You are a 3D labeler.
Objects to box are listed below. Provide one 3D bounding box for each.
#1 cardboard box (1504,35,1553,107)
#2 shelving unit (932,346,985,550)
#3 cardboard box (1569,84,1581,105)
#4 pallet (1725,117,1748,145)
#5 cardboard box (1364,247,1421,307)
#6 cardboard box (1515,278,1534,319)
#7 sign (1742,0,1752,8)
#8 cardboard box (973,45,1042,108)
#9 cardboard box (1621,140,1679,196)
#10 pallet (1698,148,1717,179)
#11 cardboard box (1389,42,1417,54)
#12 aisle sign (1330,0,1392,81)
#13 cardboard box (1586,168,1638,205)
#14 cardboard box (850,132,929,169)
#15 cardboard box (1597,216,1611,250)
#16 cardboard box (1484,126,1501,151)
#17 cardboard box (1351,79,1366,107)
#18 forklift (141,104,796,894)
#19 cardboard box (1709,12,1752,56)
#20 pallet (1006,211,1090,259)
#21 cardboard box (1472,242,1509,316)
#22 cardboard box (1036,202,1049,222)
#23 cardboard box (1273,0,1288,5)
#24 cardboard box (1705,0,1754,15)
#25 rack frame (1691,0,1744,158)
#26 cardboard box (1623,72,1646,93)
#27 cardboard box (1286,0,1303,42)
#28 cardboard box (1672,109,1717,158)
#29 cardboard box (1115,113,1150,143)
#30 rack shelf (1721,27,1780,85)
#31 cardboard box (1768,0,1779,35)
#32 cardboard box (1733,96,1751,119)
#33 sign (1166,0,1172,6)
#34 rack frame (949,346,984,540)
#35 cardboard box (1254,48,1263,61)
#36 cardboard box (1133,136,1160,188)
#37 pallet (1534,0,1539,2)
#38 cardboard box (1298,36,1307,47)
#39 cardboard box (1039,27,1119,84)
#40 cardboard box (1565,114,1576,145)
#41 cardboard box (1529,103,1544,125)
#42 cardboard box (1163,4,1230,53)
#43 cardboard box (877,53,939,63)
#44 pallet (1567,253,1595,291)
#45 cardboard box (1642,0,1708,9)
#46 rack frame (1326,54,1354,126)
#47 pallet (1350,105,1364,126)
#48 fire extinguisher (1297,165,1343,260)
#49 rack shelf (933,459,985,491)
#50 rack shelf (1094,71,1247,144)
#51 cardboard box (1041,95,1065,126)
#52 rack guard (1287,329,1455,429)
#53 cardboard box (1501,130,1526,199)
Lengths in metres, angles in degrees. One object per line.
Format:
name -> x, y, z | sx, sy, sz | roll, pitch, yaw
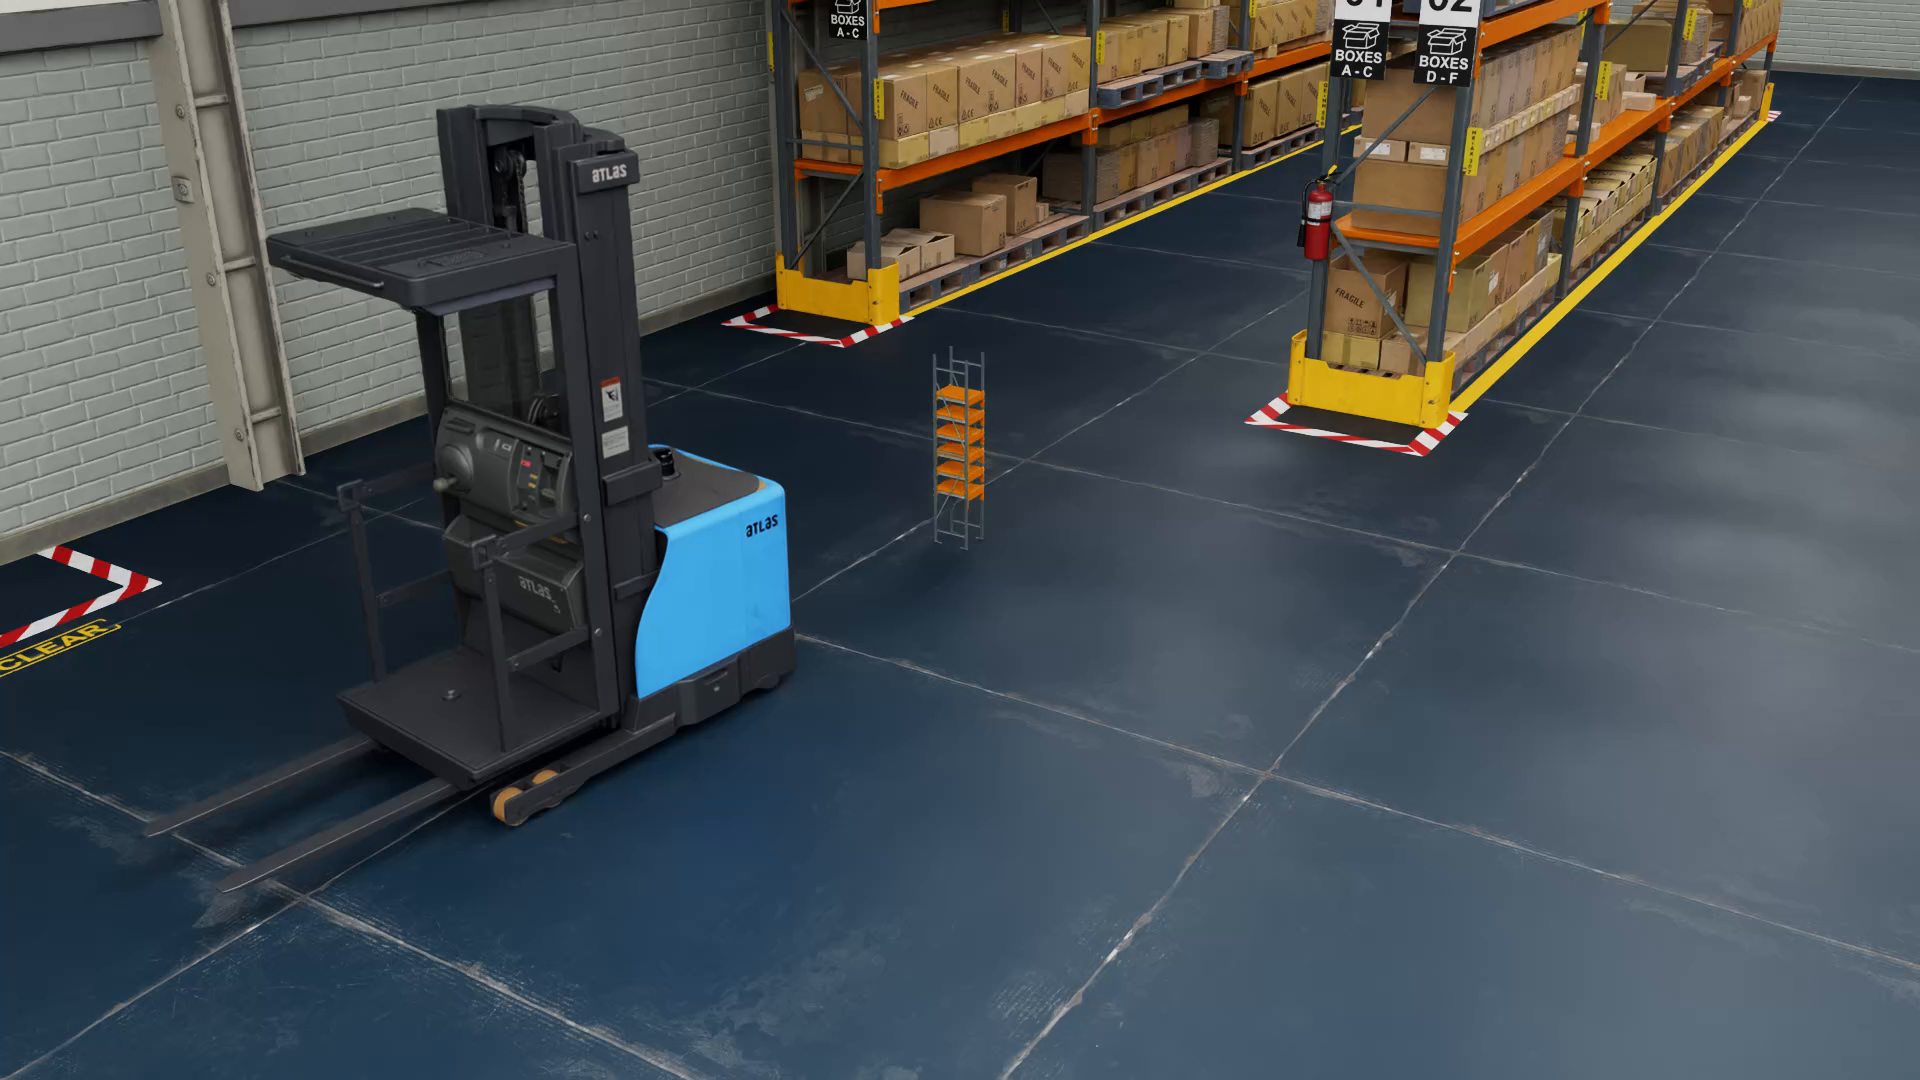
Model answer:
cardboard box -> 4.419, -3.867, 13.649 | 0.700, 0.500, 0.500 | 14, 27, 29
shelving unit -> -0.008, -0.546, 10.000 | 0.258, 1.200, 0.189 | 14, 27, 29
cardboard box -> 5.217, -3.924, 14.596 | 0.380, 0.149, 0.250 | 14, 27, 29
pallet -> 10.404, -5.782, 23.341 | 1.003, 0.211, 1.213 | 14, 27, 29
cardboard box -> 3.613, -2.226, 13.604 | 0.500, 0.500, 0.500 | 14, 27, 29
cardboard box -> 4.596, -2.107, 14.274 | 0.500, 0.250, 0.500 | 14, 27, 29
sign -> 9.872, -6.833, 20.801 | 0.100, 0.325, 0.005 | 14, 27, 29
cardboard box -> 0.448, -4.476, 16.034 | 0.500, 0.500, 0.500 | 13, 27, 27
cardboard box -> 7.771, -4.215, 18.804 | 0.500, 0.500, 0.500 | 15, 28, 31
pallet -> 9.001, -4.855, 21.199 | 1.003, 0.211, 1.213 | 14, 27, 29
cardboard box -> 6.966, -7.722, 26.113 | 0.380, 0.149, 0.250 | 15, 27, 30
aisle sign -> 2.784, -3.599, 11.516 | 0.394, 0.787, 0.004 | 14, 27, 29
cardboard box -> 6.684, -3.680, 17.202 | 0.500, 0.311, 0.500 | 14, 27, 29
cardboard box -> -0.615, -3.442, 14.589 | 0.500, 0.250, 0.500 | 13, 27, 27
cardboard box -> 6.143, -3.080, 16.521 | 0.500, 0.250, 0.500 | 13, 27, 27
cardboard box -> 3.863, -3.056, 12.591 | 0.380, 0.149, 0.250 | 13, 27, 28
cardboard box -> 5.669, -6.730, 24.639 | 0.700, 0.500, 0.500 | 14, 27, 30
forklift -> -2.175, -0.308, 7.273 | 1.130, 2.935, 3.031 | 18, 29, 36
cardboard box -> 9.899, -6.578, 21.543 | 0.500, 0.500, 0.500 | 15, 27, 30
pallet -> 0.644, -3.240, 17.468 | 1.003, 0.211, 1.213 | 14, 27, 29
cardboard box -> 4.055, -2.117, 13.353 | 0.500, 0.500, 0.500 | 14, 27, 29
cardboard box -> 0.711, -3.468, 17.499 | 0.380, 0.166, 0.250 | 10, 25, 22
cardboard box -> 3.819, -6.920, 20.990 | 0.500, 0.250, 0.500 | 13, 27, 28
cardboard box -> 9.886, -7.022, 21.310 | 0.500, 0.500, 0.500 | 15, 27, 30
rack frame -> 9.398, -6.417, 21.297 | 1.000, 3.000, 0.127 | 14, 27, 29
cardboard box -> 7.059, -4.912, 17.934 | 0.500, 0.311, 0.500 | 16, 28, 32
cardboard box -> 4.098, -6.748, 21.536 | 0.500, 0.500, 0.500 | 14, 27, 29
cardboard box -> 9.113, -5.080, 20.802 | 0.500, 0.500, 0.500 | 14, 27, 29
cardboard box -> 1.843, -4.730, 19.050 | 0.500, 0.250, 0.500 | 13, 27, 27
rack shelf -> 10.453, -6.762, 22.999 | 1.077, 0.370, 4.000 | 14, 27, 29
cardboard box -> 11.232, -7.429, 23.509 | 0.500, 0.500, 0.500 | 14, 27, 29
cardboard box -> 10.904, -6.158, 23.605 | 0.500, 0.250, 0.500 | 14, 27, 29
sign -> 2.605, -6.750, 20.610 | 0.100, 0.325, 0.005 | 14, 27, 29
rack frame -> 0.041, -0.577, 10.072 | 0.240, 1.200, 0.006 | 14, 27, 29
cardboard box -> 3.589, -6.143, 20.956 | 0.380, 0.149, 0.250 | 14, 27, 30
cardboard box -> 1.875, -4.409, 19.252 | 0.700, 0.500, 0.500 | 14, 27, 30
pallet -> 4.106, -4.349, 12.857 | 1.003, 0.211, 1.213 | 14, 27, 29
cardboard box -> 4.393, -6.667, 22.167 | 0.380, 0.149, 0.250 | 15, 27, 31
cardboard box -> 1.265, -5.166, 17.728 | 0.700, 0.500, 0.500 | 14, 27, 29
cardboard box -> 5.401, -3.823, 15.495 | 0.500, 0.250, 0.500 | 16, 28, 32
cardboard box -> 4.546, -3.495, 13.606 | 0.380, 0.149, 0.250 | 15, 27, 30
cardboard box -> 2.838, -6.191, 20.095 | 0.700, 0.500, 0.500 | 11, 26, 23
cardboard box -> -0.531, -4.235, 15.477 | 0.500, 0.500, 0.500 | 13, 27, 28
pallet -> 5.534, -2.694, 16.207 | 1.003, 0.211, 1.213 | 14, 27, 29
cardboard box -> 8.958, -6.543, 20.933 | 0.700, 0.500, 0.500 | 5, 24, 11
rack frame -> 5.188, -7.454, 23.692 | 1.000, 3.000, 0.127 | 14, 27, 29
pallet -> 5.655, -6.414, 24.801 | 1.003, 0.211, 1.213 | 14, 27, 29
fire extinguisher -> 2.611, -2.389, 12.090 | 0.296, 0.674, 0.183 | 14, 27, 29
rack shelf -> -0.008, -0.395, 10.066 | 0.258, 0.103, 0.180 | 14, 27, 29
rack shelf -> 2.023, -5.099, 19.157 | 1.077, 0.370, 4.000 | 14, 27, 29
cardboard box -> 0.706, -4.304, 16.581 | 0.500, 0.250, 0.500 | 14, 27, 29
rack guard -> 3.056, -1.212, 12.419 | 1.175, 0.500, 0.348 | 14, 27, 29
cardboard box -> 4.140, -3.091, 13.488 | 0.700, 0.500, 0.500 | 15, 27, 31
